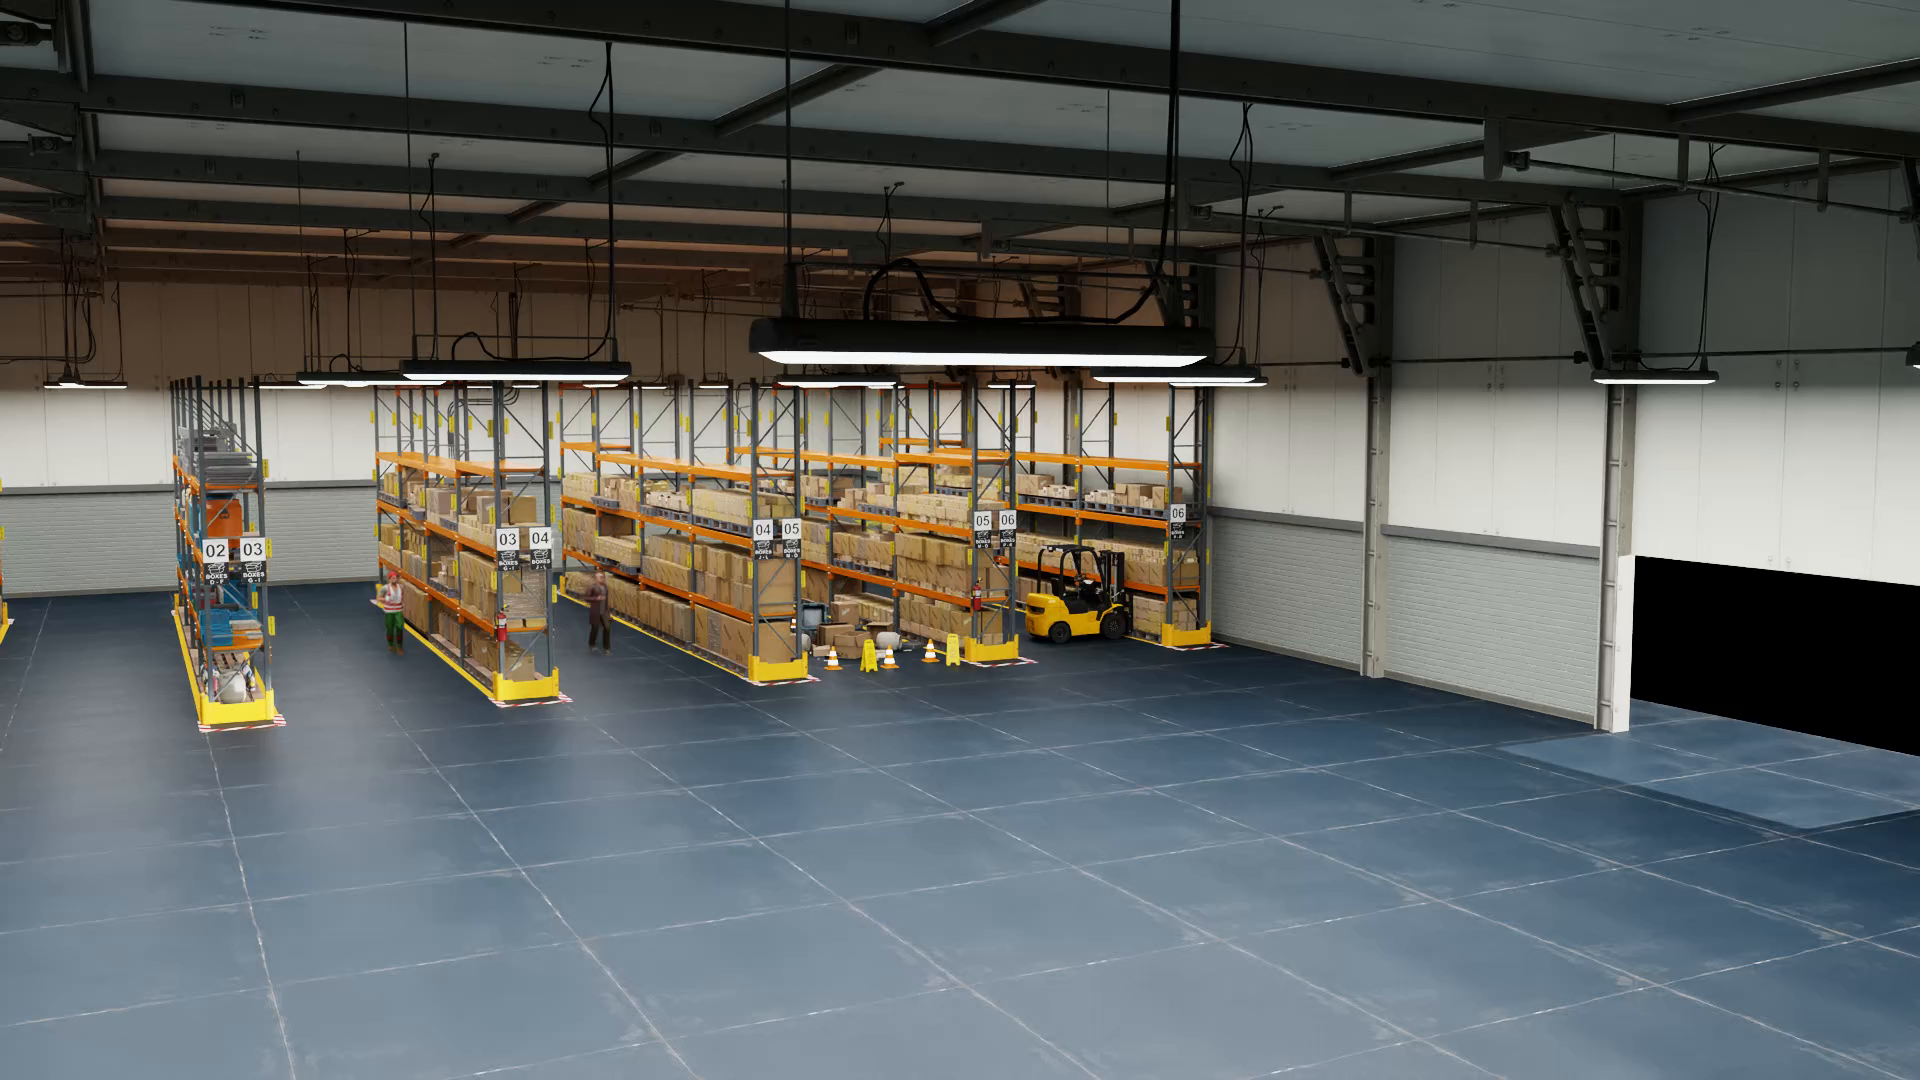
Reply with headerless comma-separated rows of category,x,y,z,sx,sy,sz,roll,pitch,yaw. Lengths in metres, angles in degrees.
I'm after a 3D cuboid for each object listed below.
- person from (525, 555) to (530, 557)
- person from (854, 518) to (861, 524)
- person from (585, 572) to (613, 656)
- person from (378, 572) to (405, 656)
person,-12.390,0.623,47.424,0.630,1.739,0.773,3,6,34
person,-2.906,0.311,47.946,0.632,1.866,0.799,-4,6,-37
person,-7.907,1.628,36.247,0.668,1.855,0.861,-5,7,-42
person,-12.414,1.610,36.348,0.616,1.851,0.792,-3,6,-33
